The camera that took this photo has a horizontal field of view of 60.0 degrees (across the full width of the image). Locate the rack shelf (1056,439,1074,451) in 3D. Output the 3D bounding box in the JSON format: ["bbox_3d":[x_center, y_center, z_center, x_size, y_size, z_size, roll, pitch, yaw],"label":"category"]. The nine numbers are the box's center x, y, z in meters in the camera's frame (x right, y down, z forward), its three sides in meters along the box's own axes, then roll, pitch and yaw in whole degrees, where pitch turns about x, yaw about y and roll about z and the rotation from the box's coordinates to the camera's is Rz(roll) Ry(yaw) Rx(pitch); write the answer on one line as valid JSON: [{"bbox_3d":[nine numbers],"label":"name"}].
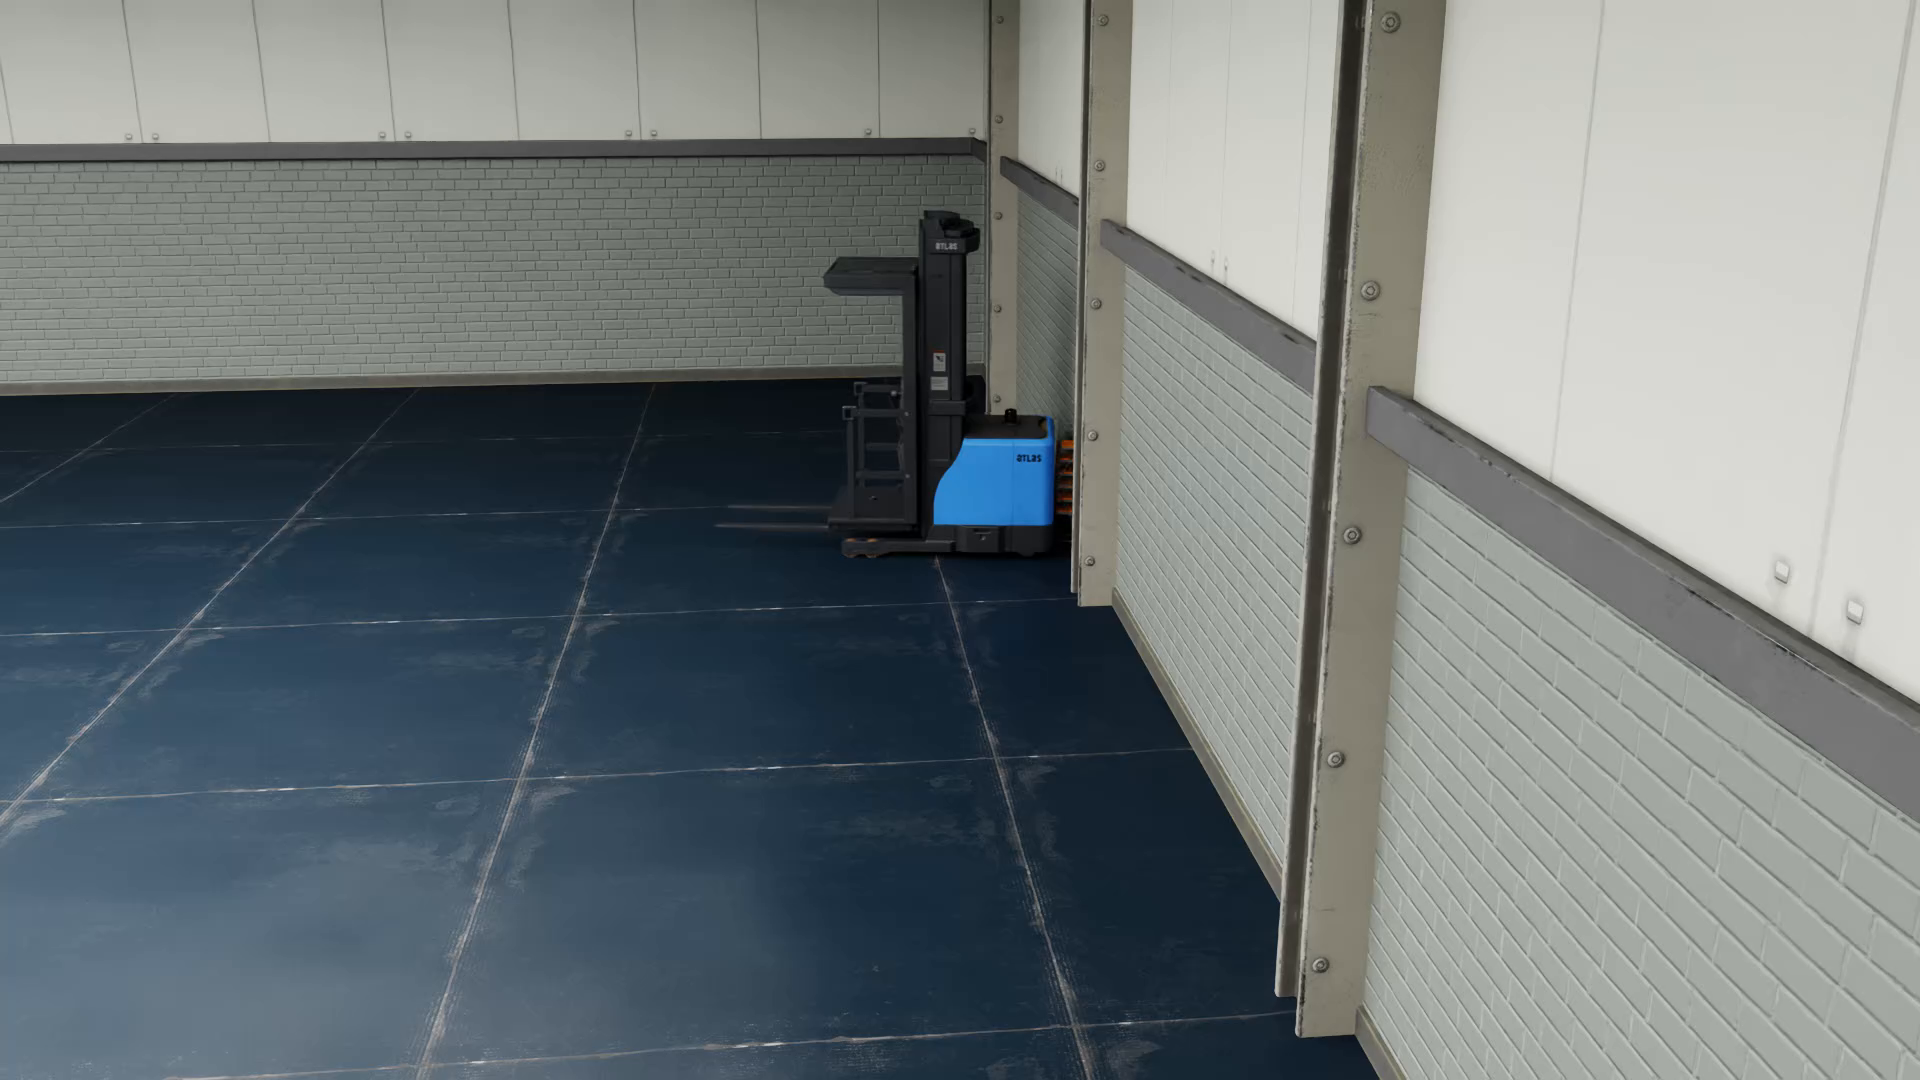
[{"bbox_3d":[0.978,-0.810,14.625,0.258,0.103,0.180,2,18,-2],"label":"rack shelf"}]

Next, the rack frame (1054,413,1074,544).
[{"bbox_3d":[0.961,-0.539,14.812,0.240,1.200,0.006,2,18,-2],"label":"rack frame"}]

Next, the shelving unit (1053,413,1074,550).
[{"bbox_3d":[0.963,-0.511,14.725,0.258,1.200,0.189,2,18,-2],"label":"shelving unit"}]

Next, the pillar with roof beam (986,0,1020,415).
[{"bbox_3d":[-3.806,-5.474,17.590,9.100,9.000,0.400,-2,18,-6],"label":"pillar with roof beam"}]

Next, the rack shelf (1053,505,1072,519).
[{"bbox_3d":[0.950,-0.241,14.814,0.258,0.103,0.180,2,18,-2],"label":"rack shelf"}]

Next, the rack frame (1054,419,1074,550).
[{"bbox_3d":[0.965,-0.482,14.638,0.240,1.200,0.006,2,18,-2],"label":"rack frame"}]

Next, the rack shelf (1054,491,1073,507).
[{"bbox_3d":[0.955,-0.355,14.777,0.258,0.103,0.180,2,18,-2],"label":"rack shelf"}]

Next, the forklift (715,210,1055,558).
[{"bbox_3d":[-0.665,-1.396,14.730,3.031,2.935,1.130,1,17,2],"label":"forklift"}]

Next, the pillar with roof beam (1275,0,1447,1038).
[{"bbox_3d":[-2.569,-1.899,6.202,9.100,9.000,0.400,-2,18,-6],"label":"pillar with roof beam"}]

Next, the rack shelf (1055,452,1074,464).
[{"bbox_3d":[0.972,-0.696,14.663,0.258,0.103,0.180,2,18,-2],"label":"rack shelf"}]

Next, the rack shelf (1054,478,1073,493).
[{"bbox_3d":[0.961,-0.468,14.739,0.258,0.103,0.180,2,18,-2],"label":"rack shelf"}]

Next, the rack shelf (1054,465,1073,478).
[{"bbox_3d":[0.967,-0.582,14.701,0.258,0.103,0.180,2,18,-2],"label":"rack shelf"}]

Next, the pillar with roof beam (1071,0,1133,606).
[{"bbox_3d":[-3.187,-3.687,11.896,9.100,9.000,0.400,-2,18,-6],"label":"pillar with roof beam"}]
